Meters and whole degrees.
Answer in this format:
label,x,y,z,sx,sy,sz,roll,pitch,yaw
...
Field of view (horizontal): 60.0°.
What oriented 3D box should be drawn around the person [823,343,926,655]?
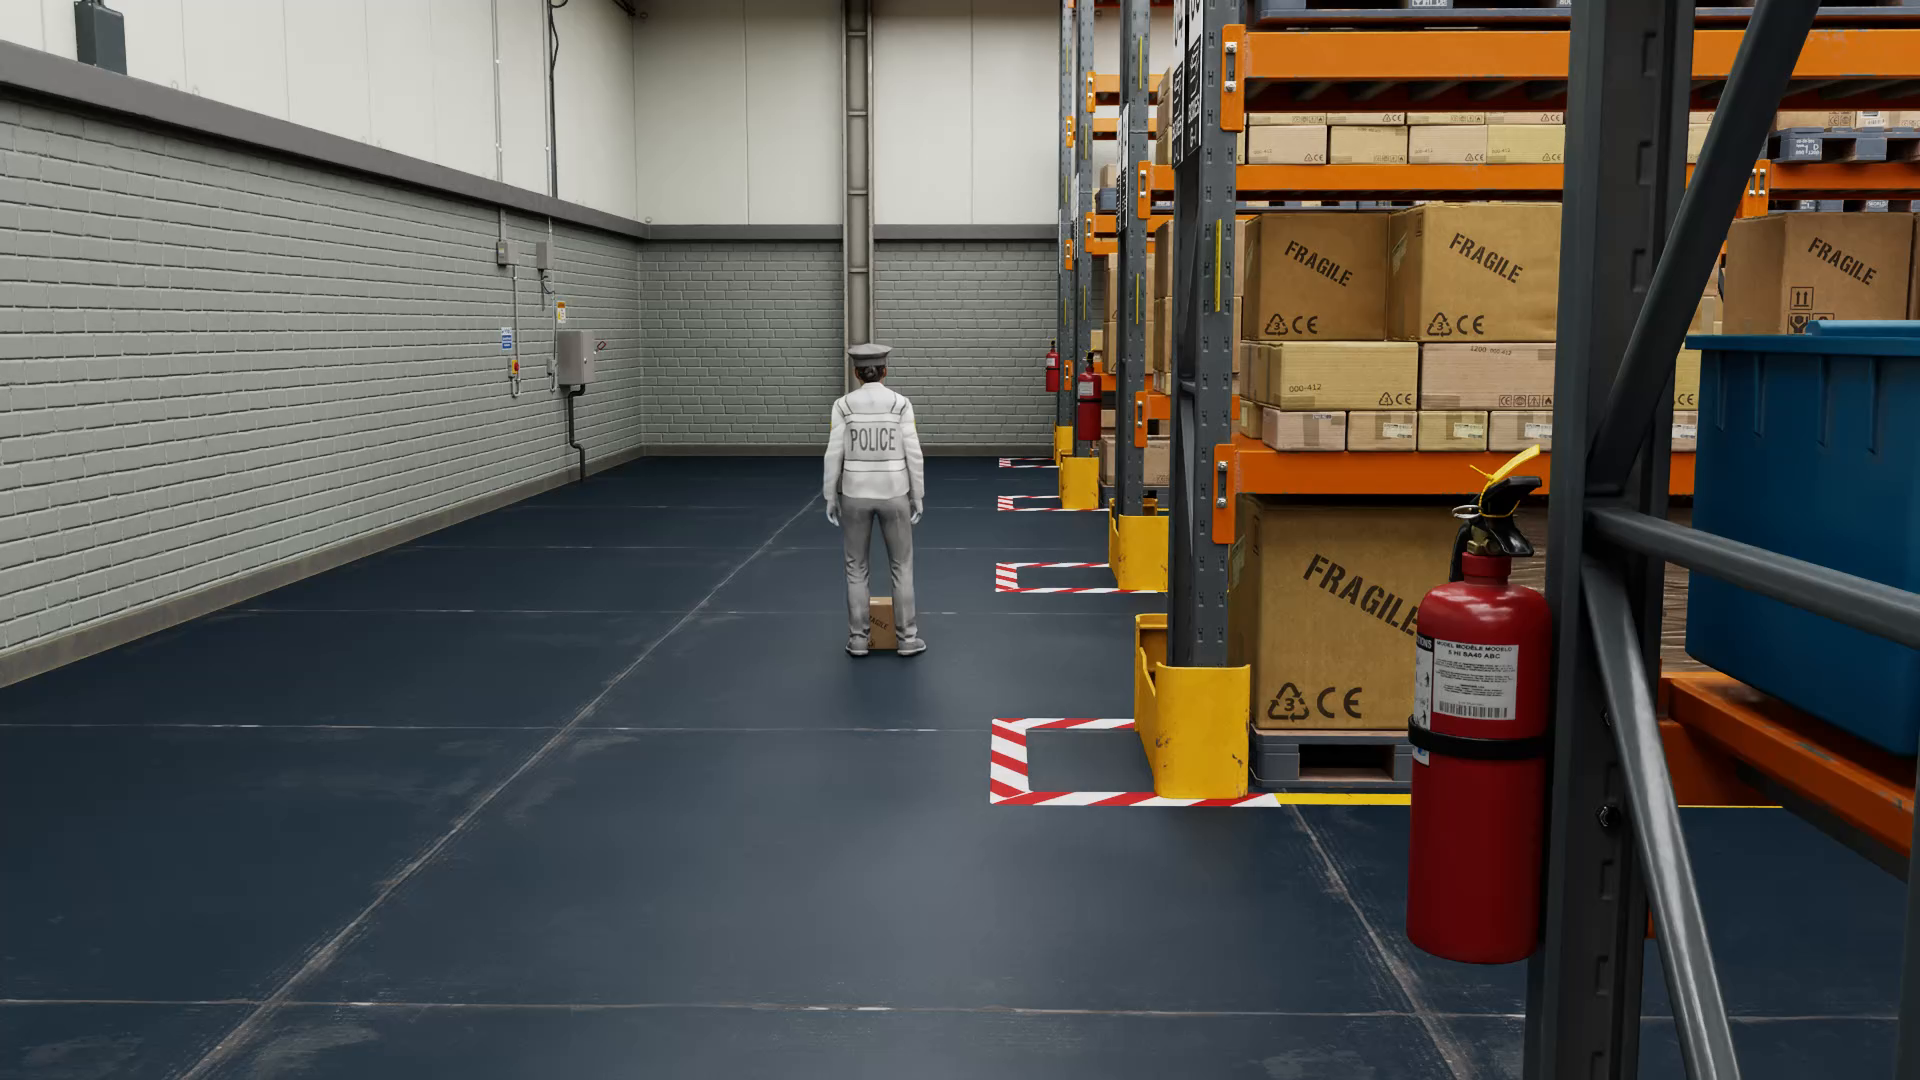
label,x,y,z,sx,sy,sz,roll,pitch,yaw
person,-0.457,-0.212,8.895,0.547,1.667,0.369,0,7,-2
